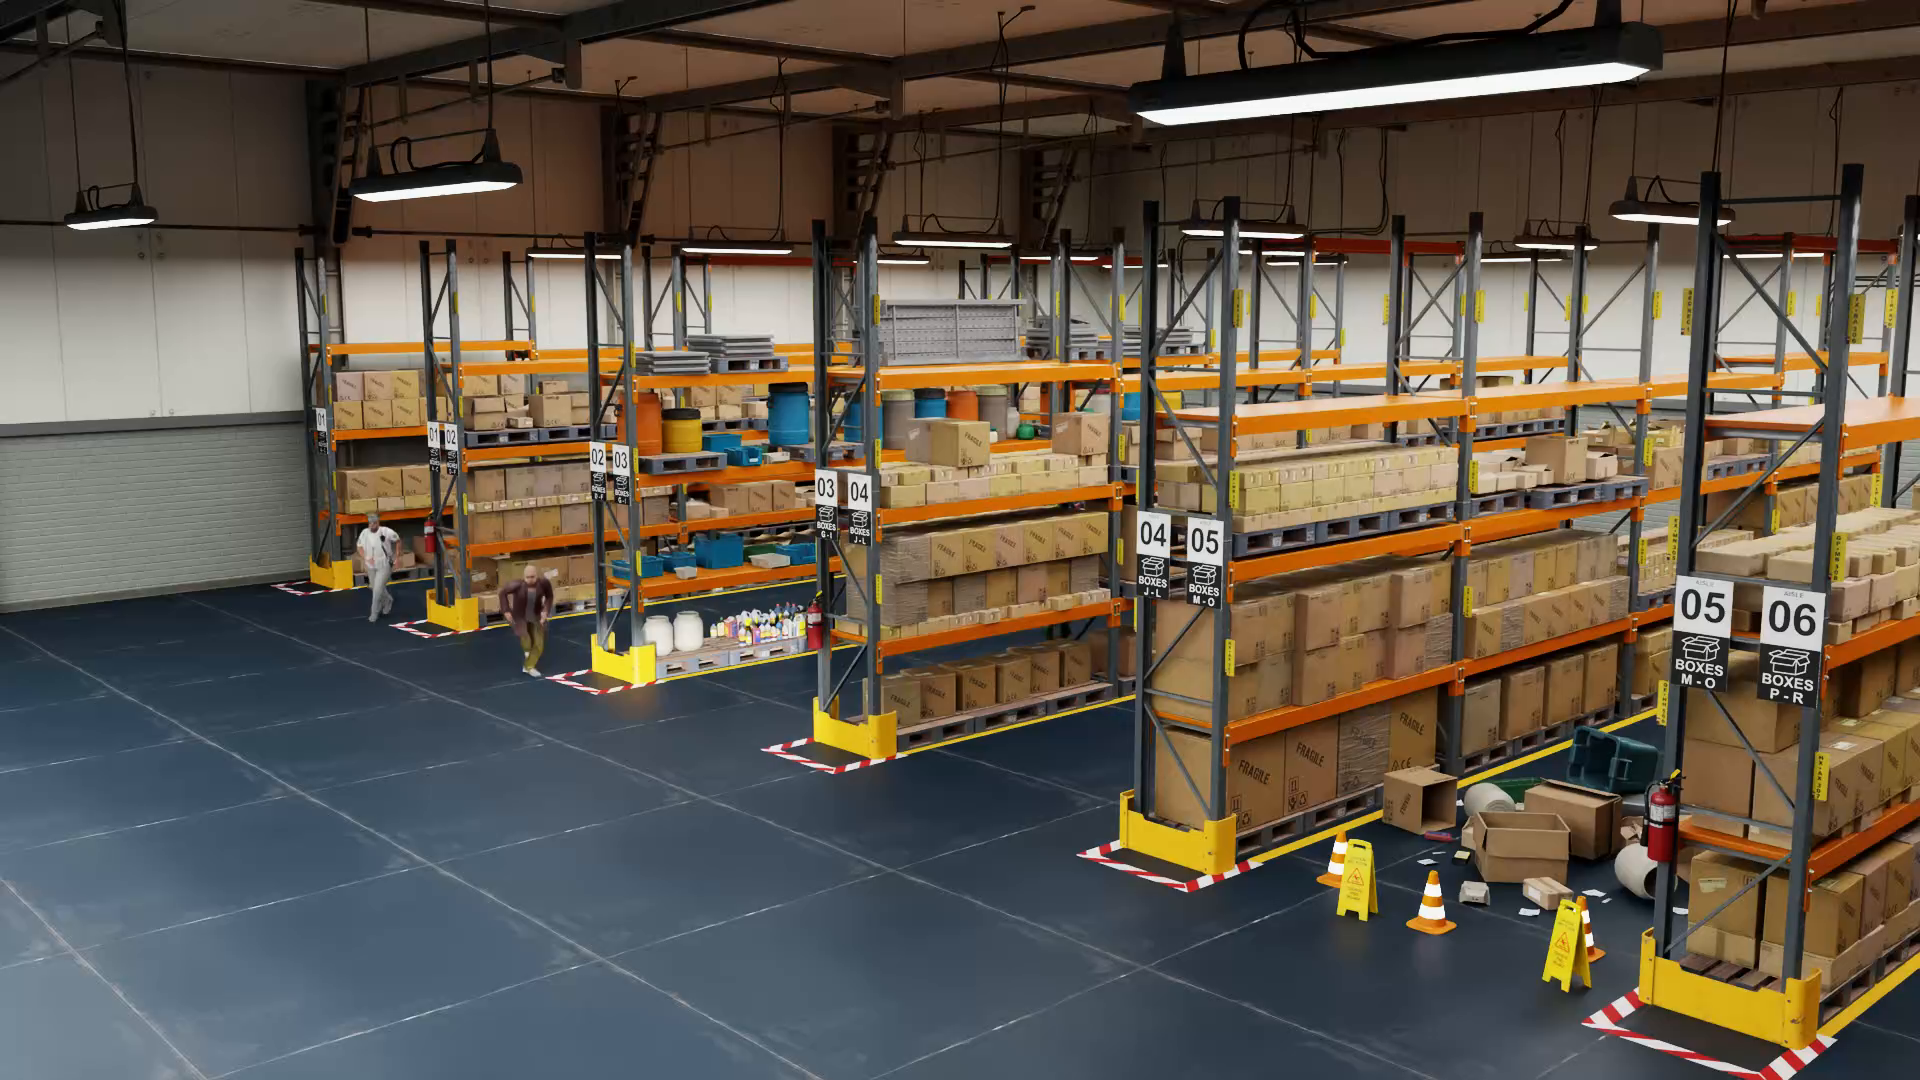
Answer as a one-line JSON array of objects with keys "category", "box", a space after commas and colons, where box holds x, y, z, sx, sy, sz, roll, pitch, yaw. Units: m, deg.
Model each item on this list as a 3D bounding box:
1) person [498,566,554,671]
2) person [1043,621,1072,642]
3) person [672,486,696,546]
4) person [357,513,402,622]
[{"category": "person", "box": [-5.901, 1.056, 22.635, 0.730, 1.518, 0.862, -3, 9, -22]}, {"category": "person", "box": [1.263, 0.667, 23.276, 0.696, 1.823, 0.909, 8, 12, 44]}, {"category": "person", "box": [-5.129, -0.222, 31.242, 0.654, 1.670, 0.756, 6, 10, 36]}, {"category": "person", "box": [-9.307, 0.399, 26.807, 0.659, 1.762, 0.750, 1, 8, 9]}]
